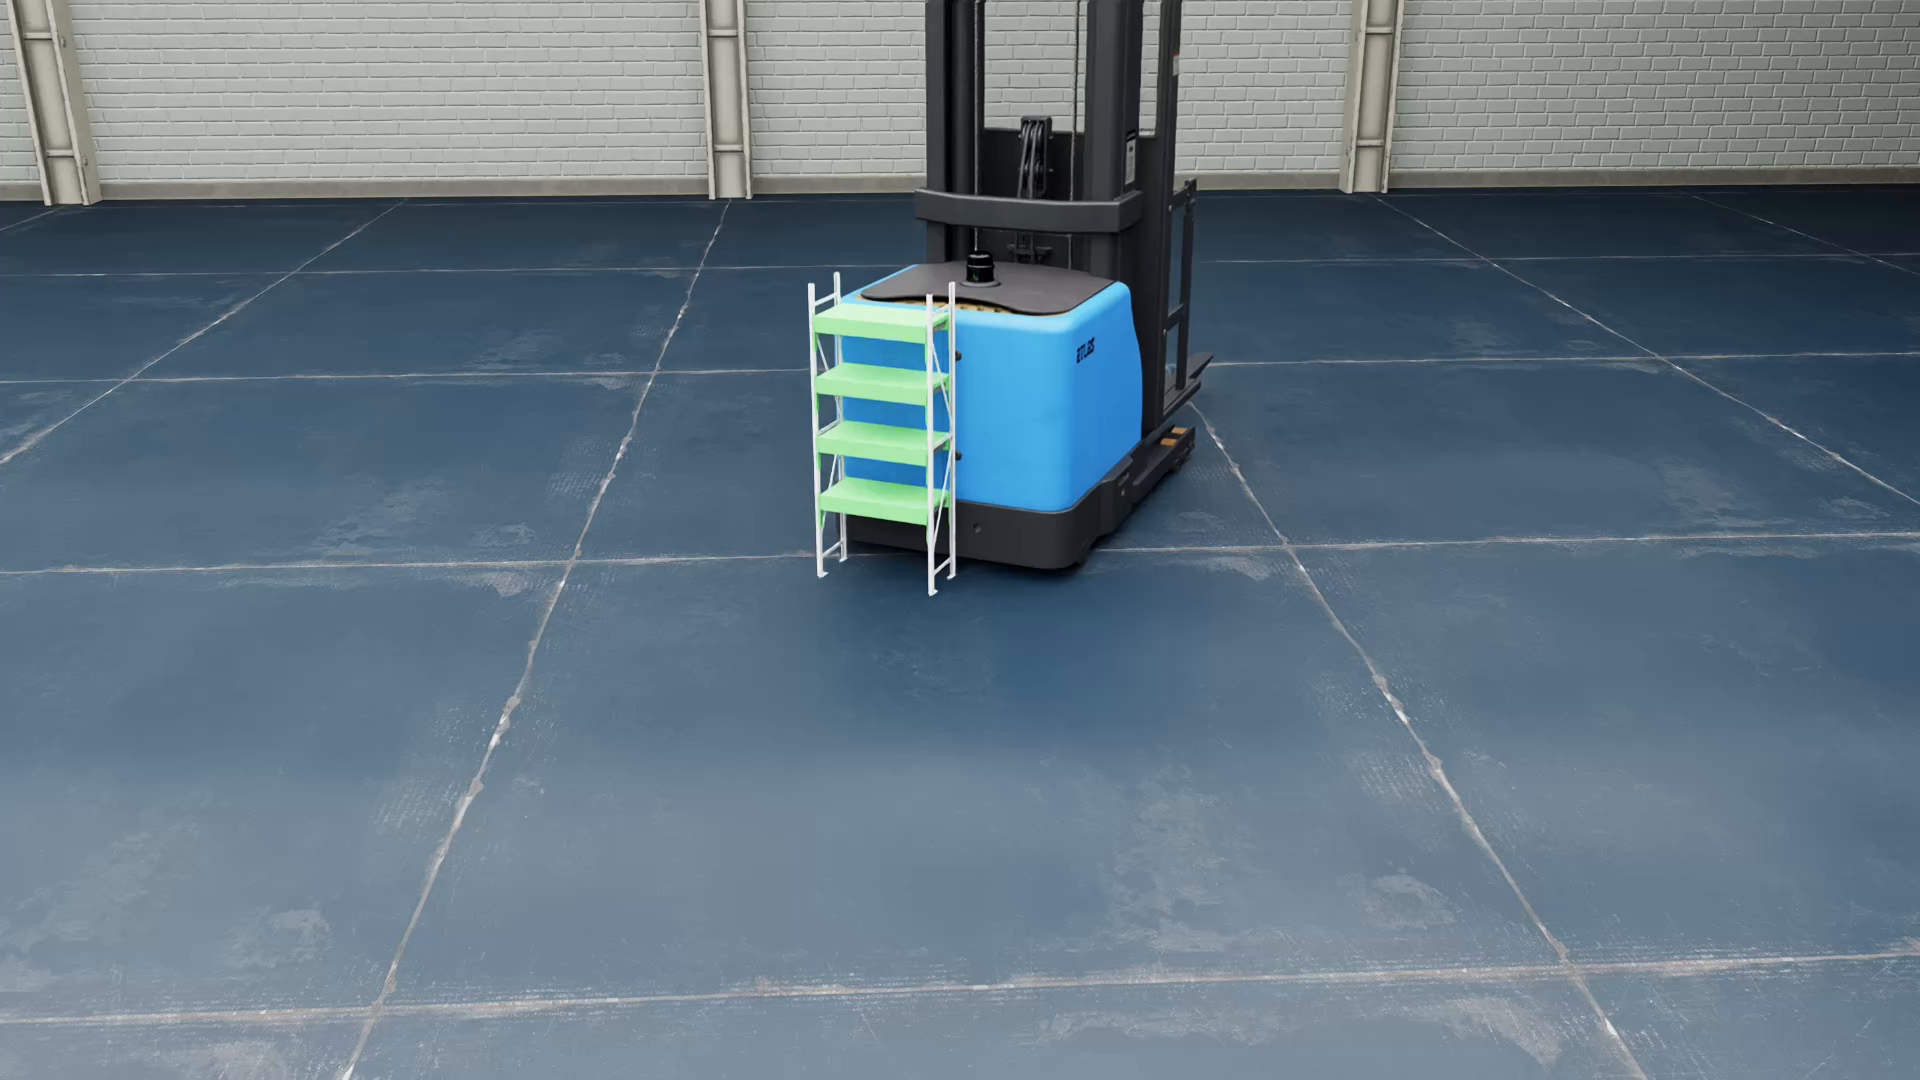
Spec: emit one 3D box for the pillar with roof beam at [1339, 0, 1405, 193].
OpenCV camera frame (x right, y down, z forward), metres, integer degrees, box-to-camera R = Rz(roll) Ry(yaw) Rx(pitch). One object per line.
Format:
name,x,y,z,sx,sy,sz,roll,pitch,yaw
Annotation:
pillar with roof beam,4.096,-6.020,10.287,0.400,9.000,9.100,-1,21,-3

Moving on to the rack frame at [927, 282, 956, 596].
rack frame,-0.071,-0.379,6.429,0.015,1.200,0.240,8,22,21

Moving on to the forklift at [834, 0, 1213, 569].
forklift,0.508,-1.743,7.580,1.130,2.935,3.031,8,22,21

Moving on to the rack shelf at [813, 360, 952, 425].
rack shelf,-0.296,-0.576,6.454,0.480,0.148,0.258,8,22,21

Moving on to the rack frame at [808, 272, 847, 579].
rack frame,-0.522,-0.445,6.603,0.015,1.200,0.240,8,22,21

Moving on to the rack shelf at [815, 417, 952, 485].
rack shelf,-0.296,-0.352,6.539,0.480,0.148,0.258,8,22,21

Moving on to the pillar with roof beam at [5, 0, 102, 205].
pillar with roof beam,-7.884,-5.777,9.646,0.400,9.000,9.100,-1,21,-3

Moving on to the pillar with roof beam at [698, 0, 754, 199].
pillar with roof beam,-1.894,-5.898,9.966,0.400,9.000,9.100,-1,21,-3

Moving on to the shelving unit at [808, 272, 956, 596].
shelving unit,-0.296,-0.412,6.516,0.503,1.200,0.258,8,22,21

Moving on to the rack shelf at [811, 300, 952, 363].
rack shelf,-0.296,-0.801,6.368,0.480,0.148,0.258,8,22,21

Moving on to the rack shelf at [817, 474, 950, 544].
rack shelf,-0.296,-0.128,6.625,0.480,0.148,0.258,8,22,21
